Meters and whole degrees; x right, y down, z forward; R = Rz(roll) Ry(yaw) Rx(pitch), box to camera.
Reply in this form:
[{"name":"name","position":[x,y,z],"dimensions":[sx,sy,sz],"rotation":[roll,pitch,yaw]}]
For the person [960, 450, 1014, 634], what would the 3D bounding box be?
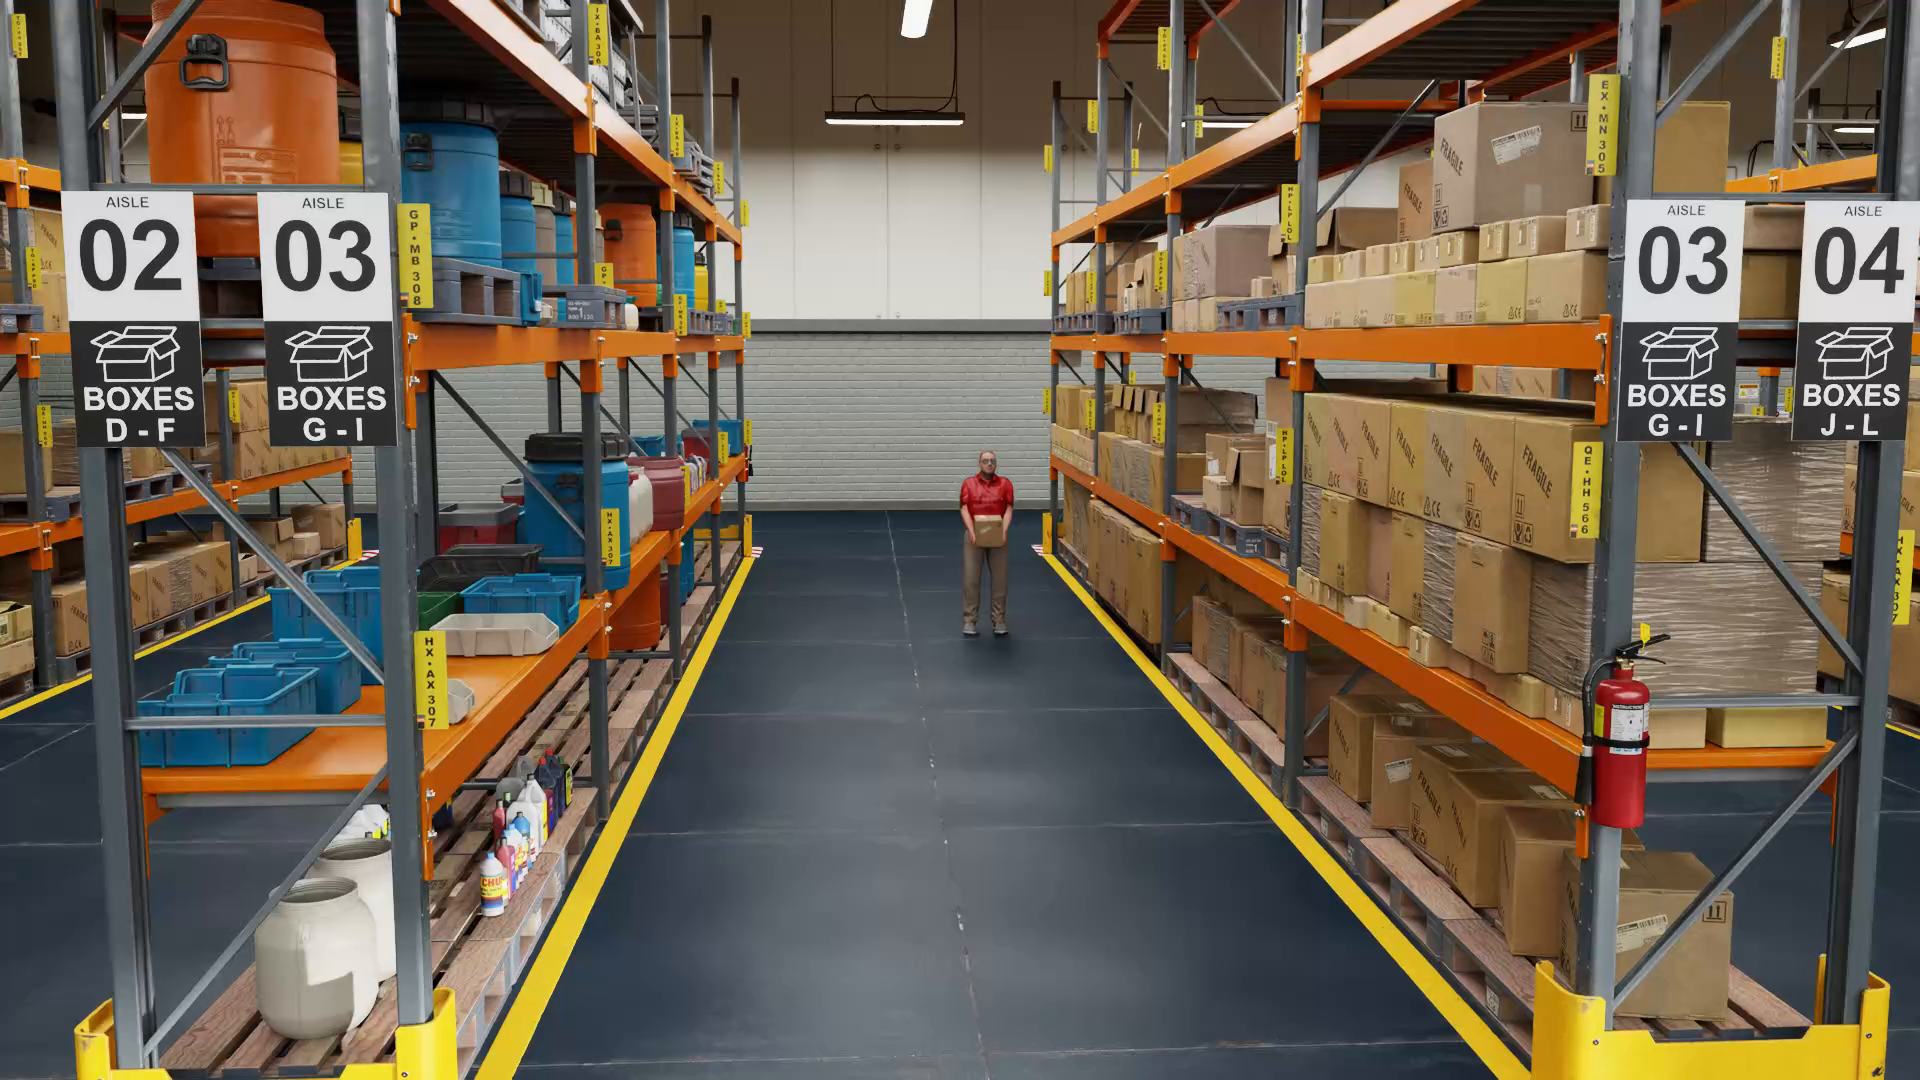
[{"name":"person","position":[0.261,0.023,15.614],"dimensions":[0.514,1.725,0.530],"rotation":[0,7,-4]}]
